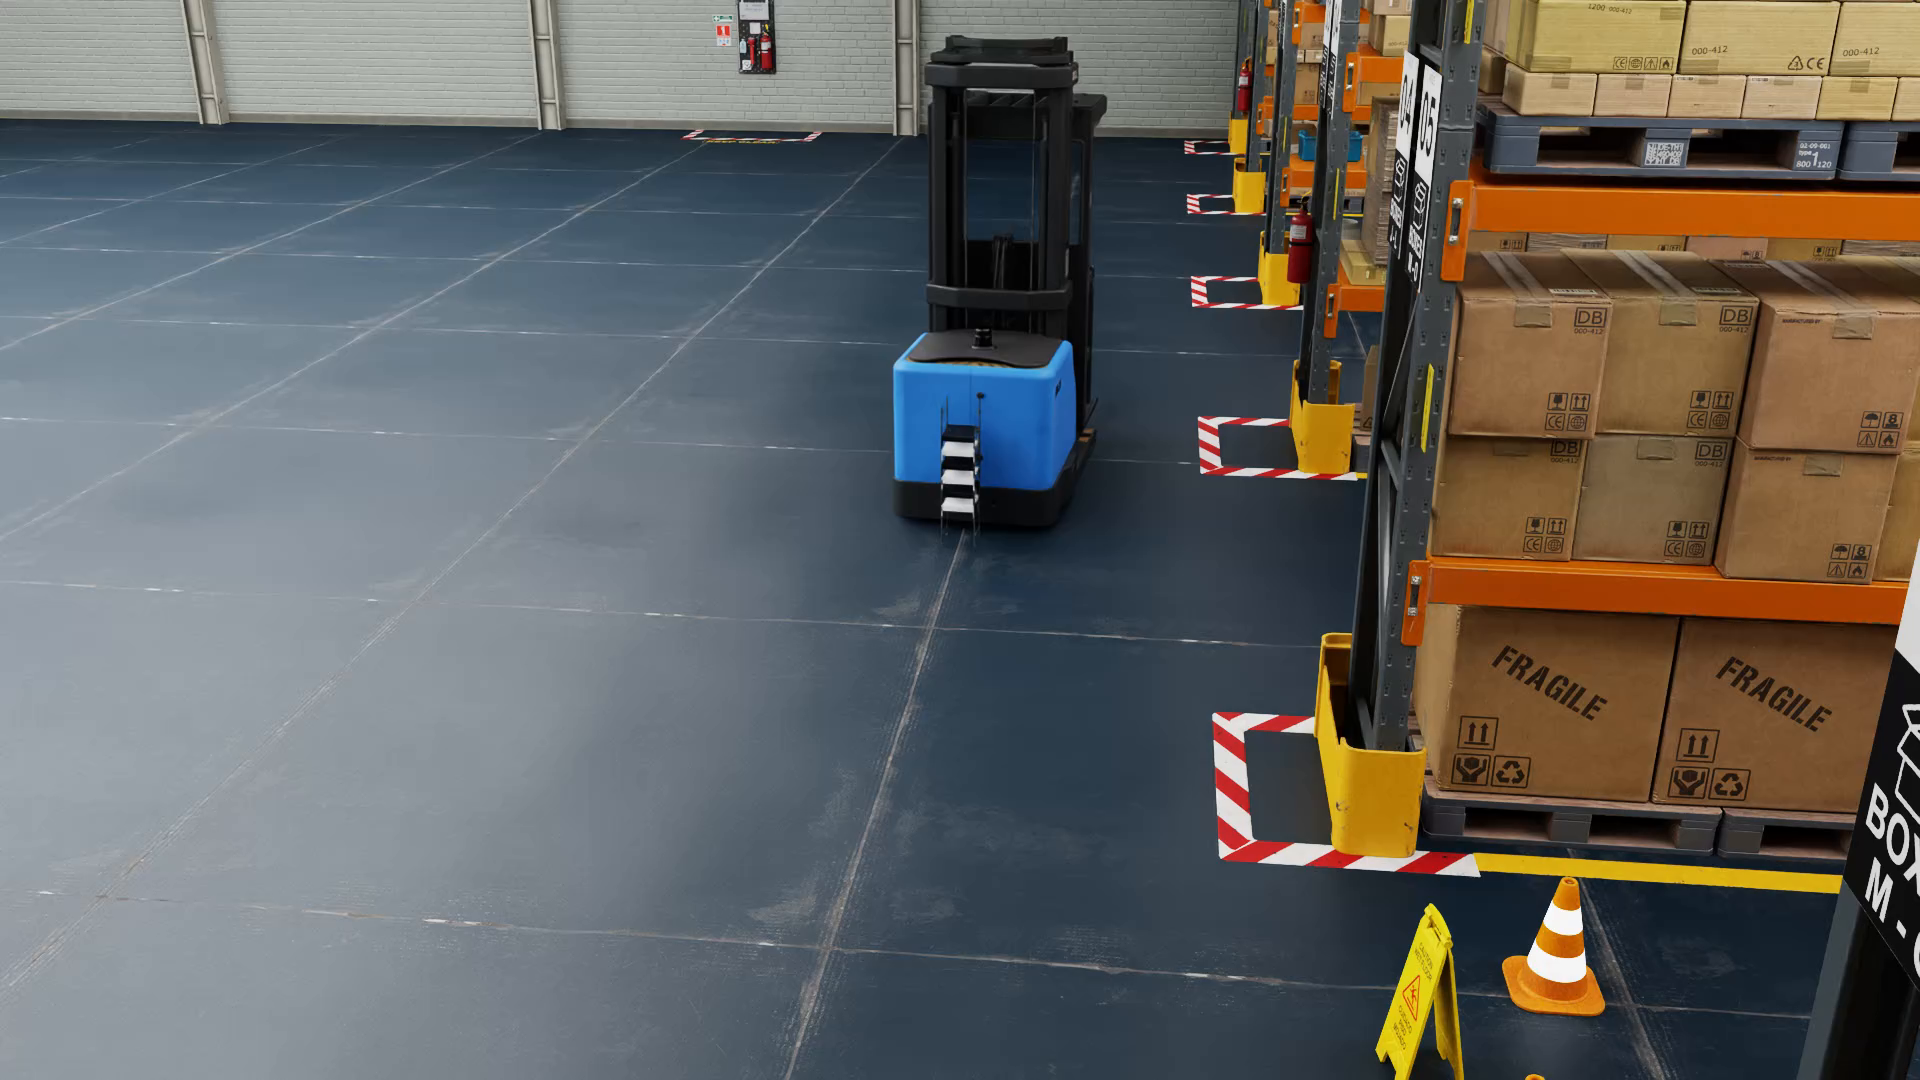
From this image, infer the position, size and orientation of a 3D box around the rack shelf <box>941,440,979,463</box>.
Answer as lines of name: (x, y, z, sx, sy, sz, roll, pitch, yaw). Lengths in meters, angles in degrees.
rack shelf: (0.005, -0.552, 10.213, 0.200, 0.077, 0.258, 3, 22, 8)

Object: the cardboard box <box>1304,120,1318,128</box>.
cardboard box: (5.529, -6.364, 25.517, 0.500, 0.311, 0.500, 4, 22, 11)

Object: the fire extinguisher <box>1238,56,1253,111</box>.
fire extinguisher: (3.645, -5.828, 21.206, 0.183, 0.674, 0.296, 2, 22, 6)

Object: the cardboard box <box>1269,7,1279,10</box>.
cardboard box: (4.780, -7.843, 25.356, 0.500, 0.500, 0.500, 2, 22, 6)

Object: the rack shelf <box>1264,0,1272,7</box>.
rack shelf: (5.694, -6.663, 20.112, 4.000, 0.370, 1.077, 2, 22, 6)

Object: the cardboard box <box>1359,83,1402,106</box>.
cardboard box: (5.184, -5.666, 20.556, 0.500, 0.500, 0.700, 3, 22, 7)

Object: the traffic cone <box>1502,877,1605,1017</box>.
traffic cone: (2.214, 1.455, 6.129, 0.334, 0.463, 0.336, 2, 22, 6)

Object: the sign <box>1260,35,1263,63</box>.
sign: (3.636, -5.926, 20.064, 0.005, 0.325, 0.100, 2, 22, 6)

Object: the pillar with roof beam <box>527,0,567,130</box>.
pillar with roof beam: (-7.340, -9.521, 22.282, 0.400, 9.000, 9.100, 2, 22, 6)

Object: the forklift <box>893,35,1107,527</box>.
forklift: (0.380, -1.955, 11.400, 1.130, 2.935, 3.031, 5, 22, 11)

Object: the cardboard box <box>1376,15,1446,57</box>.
cardboard box: (2.986, -3.282, 10.786, 0.500, 0.250, 0.500, 3, 22, 8)

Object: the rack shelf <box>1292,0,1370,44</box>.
rack shelf: (5.107, -4.854, 15.538, 4.000, 0.370, 1.077, 2, 22, 6)

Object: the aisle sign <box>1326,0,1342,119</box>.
aisle sign: (2.441, -3.174, 10.853, 0.004, 0.787, 0.394, 2, 22, 6)

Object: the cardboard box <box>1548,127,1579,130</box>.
cardboard box: (4.044, -2.553, 10.918, 0.500, 0.500, 0.500, 2, 22, 6)

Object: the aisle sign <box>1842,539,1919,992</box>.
aisle sign: (1.344, 0.228, 2.246, 0.004, 0.787, 0.394, 2, 22, 6)

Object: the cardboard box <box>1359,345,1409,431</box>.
cardboard box: (3.156, -1.072, 11.900, 0.500, 0.500, 0.500, 7, 23, 16)

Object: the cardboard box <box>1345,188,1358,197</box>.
cardboard box: (4.711, -4.481, 20.863, 0.500, 0.250, 0.500, 2, 22, 6)

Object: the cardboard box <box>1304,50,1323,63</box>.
cardboard box: (4.334, -5.931, 20.344, 0.250, 0.149, 0.380, 2, 22, 5)

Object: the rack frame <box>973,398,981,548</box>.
rack frame: (0.105, -0.410, 10.252, 0.006, 0.900, 0.240, 3, 22, 8)

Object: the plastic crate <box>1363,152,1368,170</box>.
plastic crate: (3.972, -3.602, 15.829, 0.250, 0.136, 0.298, 2, 22, 6)

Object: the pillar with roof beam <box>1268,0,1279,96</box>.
pillar with roof beam: (4.577, -9.001, 20.968, 0.400, 9.000, 9.100, 2, 22, 6)

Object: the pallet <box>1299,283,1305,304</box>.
pallet: (4.008, -2.561, 16.630, 1.213, 0.211, 1.003, 2, 22, 6)

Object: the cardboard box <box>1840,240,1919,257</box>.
cardboard box: (6.070, -2.126, 11.197, 0.500, 0.500, 0.875, 2, 22, 6)

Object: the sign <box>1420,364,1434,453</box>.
sign: (1.783, -0.503, 6.347, 0.005, 0.325, 0.100, 2, 22, 6)

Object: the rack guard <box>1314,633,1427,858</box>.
rack guard: (1.830, 0.896, 7.494, 0.348, 0.500, 1.175, 2, 22, 6)

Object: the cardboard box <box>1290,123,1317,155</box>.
cardboard box: (4.275, -5.040, 21.256, 0.500, 0.500, 0.500, 2, 22, 6)

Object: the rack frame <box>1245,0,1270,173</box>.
rack frame: (3.707, -5.689, 20.750, 0.127, 3.000, 1.000, 2, 22, 6)

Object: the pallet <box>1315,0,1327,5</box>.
pallet: (3.931, -5.116, 15.478, 1.213, 0.211, 1.003, 2, 22, 6)

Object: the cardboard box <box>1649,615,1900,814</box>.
cardboard box: (3.409, 0.570, 7.238, 0.875, 0.875, 0.875, 2, 22, 5)

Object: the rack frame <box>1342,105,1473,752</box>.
rack frame: (1.854, -0.266, 7.032, 0.127, 3.000, 1.000, 2, 22, 6)

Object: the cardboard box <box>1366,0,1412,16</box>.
cardboard box: (2.784, -3.487, 10.761, 0.250, 0.149, 0.380, 2, 22, 6)

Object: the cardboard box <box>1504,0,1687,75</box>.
cardboard box: (2.303, -1.856, 6.068, 0.500, 0.250, 0.500, 2, 22, 6)

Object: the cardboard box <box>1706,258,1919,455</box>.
cardboard box: (3.315, -0.744, 6.568, 0.550, 0.550, 0.875, 2, 22, 6)

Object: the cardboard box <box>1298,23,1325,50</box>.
cardboard box: (4.222, -6.312, 20.424, 0.500, 0.500, 0.700, 3, 22, 6)

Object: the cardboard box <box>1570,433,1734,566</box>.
cardboard box: (2.776, -0.320, 6.966, 0.550, 0.550, 0.875, 2, 22, 6)

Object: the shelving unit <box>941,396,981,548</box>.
shelving unit: (0.005, -0.416, 10.267, 0.210, 0.900, 0.258, 3, 22, 8)

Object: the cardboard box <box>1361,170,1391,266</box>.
cardboard box: (3.081, -2.223, 11.443, 0.500, 0.500, 0.875, 2, 22, 6)

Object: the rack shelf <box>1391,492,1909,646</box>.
rack shelf: (3.840, 0.155, 6.946, 4.000, 0.370, 1.077, 2, 22, 6)

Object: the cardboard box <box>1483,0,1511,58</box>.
cardboard box: (2.373, -2.052, 6.562, 0.500, 0.250, 0.500, 3, 22, 7)

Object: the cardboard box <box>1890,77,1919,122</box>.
cardboard box: (3.410, -1.599, 5.960, 0.250, 0.149, 0.380, 2, 22, 6)

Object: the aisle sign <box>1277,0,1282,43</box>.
aisle sign: (3.084, -5.201, 15.980, 0.004, 0.787, 0.394, 2, 22, 6)

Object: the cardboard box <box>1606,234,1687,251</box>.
cardboard box: (4.578, -2.182, 11.339, 0.500, 0.500, 0.875, 2, 22, 6)

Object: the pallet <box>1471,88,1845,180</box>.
pallet: (2.592, -1.591, 6.425, 1.213, 0.211, 1.003, 2, 22, 6)

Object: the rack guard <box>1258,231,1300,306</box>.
rack guard: (3.202, -2.732, 16.670, 0.348, 0.500, 1.175, 2, 22, 6)

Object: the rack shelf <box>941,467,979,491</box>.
rack shelf: (0.005, -0.385, 10.279, 0.200, 0.077, 0.258, 3, 22, 8)

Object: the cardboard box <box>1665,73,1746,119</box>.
cardboard box: (2.658, -1.632, 6.043, 0.250, 0.149, 0.380, 3, 22, 6)
